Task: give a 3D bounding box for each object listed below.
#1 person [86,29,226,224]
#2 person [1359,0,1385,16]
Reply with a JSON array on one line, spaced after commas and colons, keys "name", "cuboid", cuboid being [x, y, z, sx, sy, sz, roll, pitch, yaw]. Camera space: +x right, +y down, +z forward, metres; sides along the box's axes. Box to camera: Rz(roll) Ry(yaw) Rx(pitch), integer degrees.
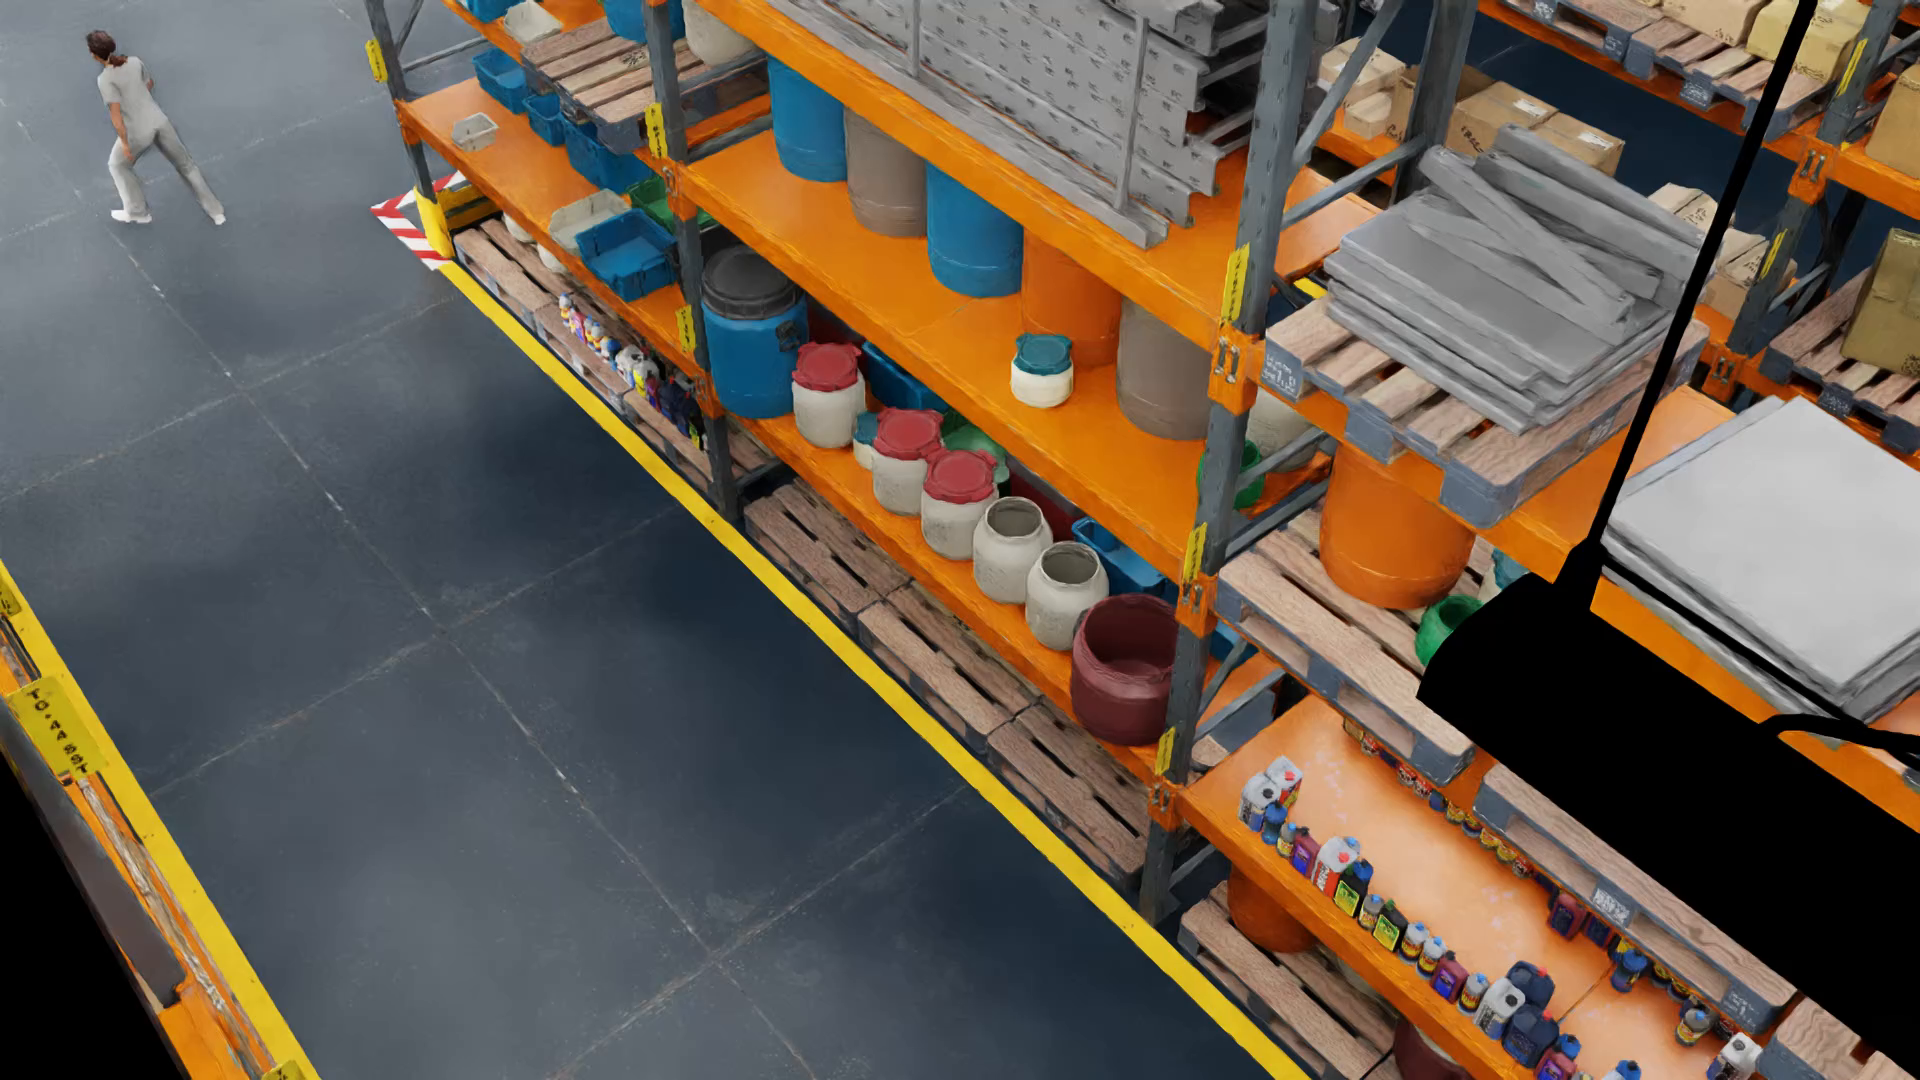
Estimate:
[{"name": "person", "cuboid": [-6.326, -3.158, 12.862, 0.802, 1.607, 0.613, 23, 51, 20]}, {"name": "person", "cuboid": [3.555, -5.582, 15.081, 0.829, 1.716, 0.686, 24, 51, 21]}]
